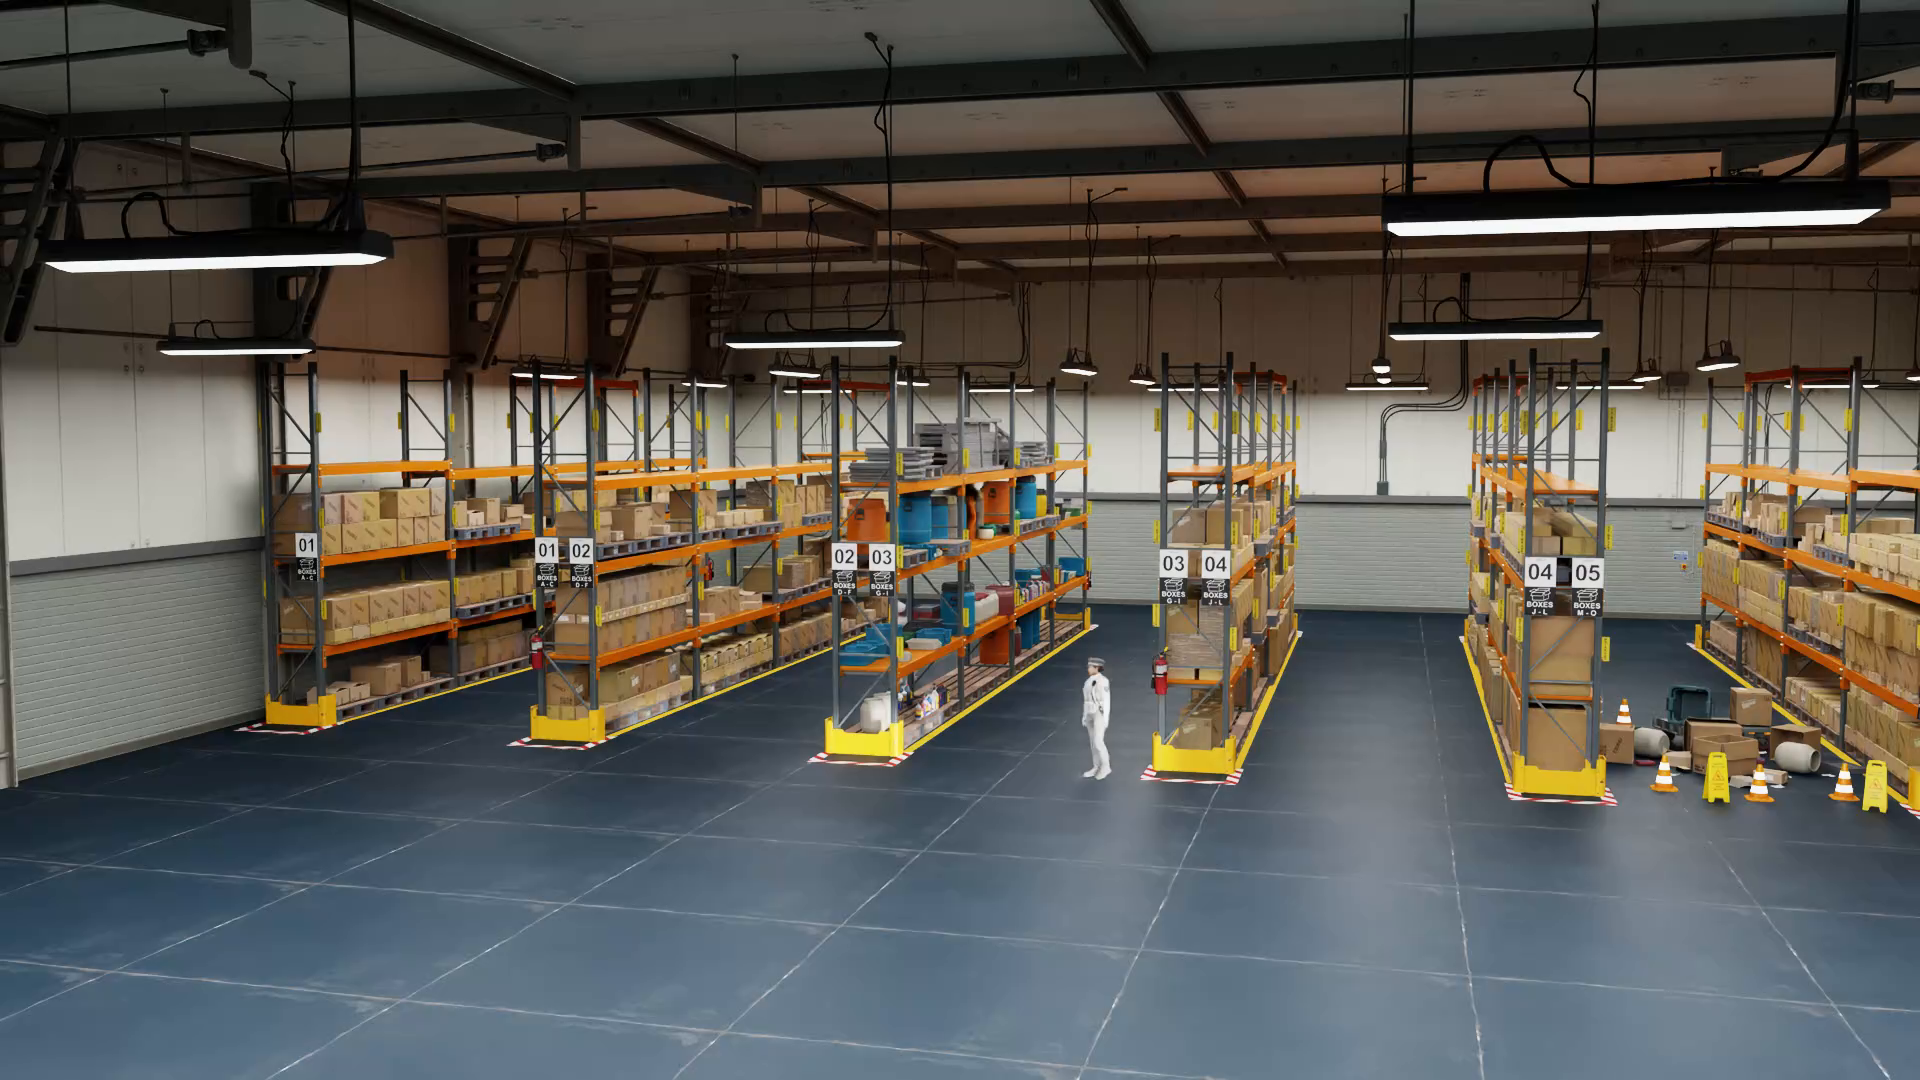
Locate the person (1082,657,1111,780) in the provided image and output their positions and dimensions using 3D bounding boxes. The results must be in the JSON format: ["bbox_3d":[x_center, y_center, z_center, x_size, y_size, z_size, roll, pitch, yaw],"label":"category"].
[{"bbox_3d":[1.914,2.517,23.567,0.355,1.714,0.529,-2,5,-27],"label":"person"}]

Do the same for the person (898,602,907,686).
[{"bbox_3d":[-1.063,1.982,30.259,0.639,1.760,0.632,-1,4,-20],"label":"person"}]
